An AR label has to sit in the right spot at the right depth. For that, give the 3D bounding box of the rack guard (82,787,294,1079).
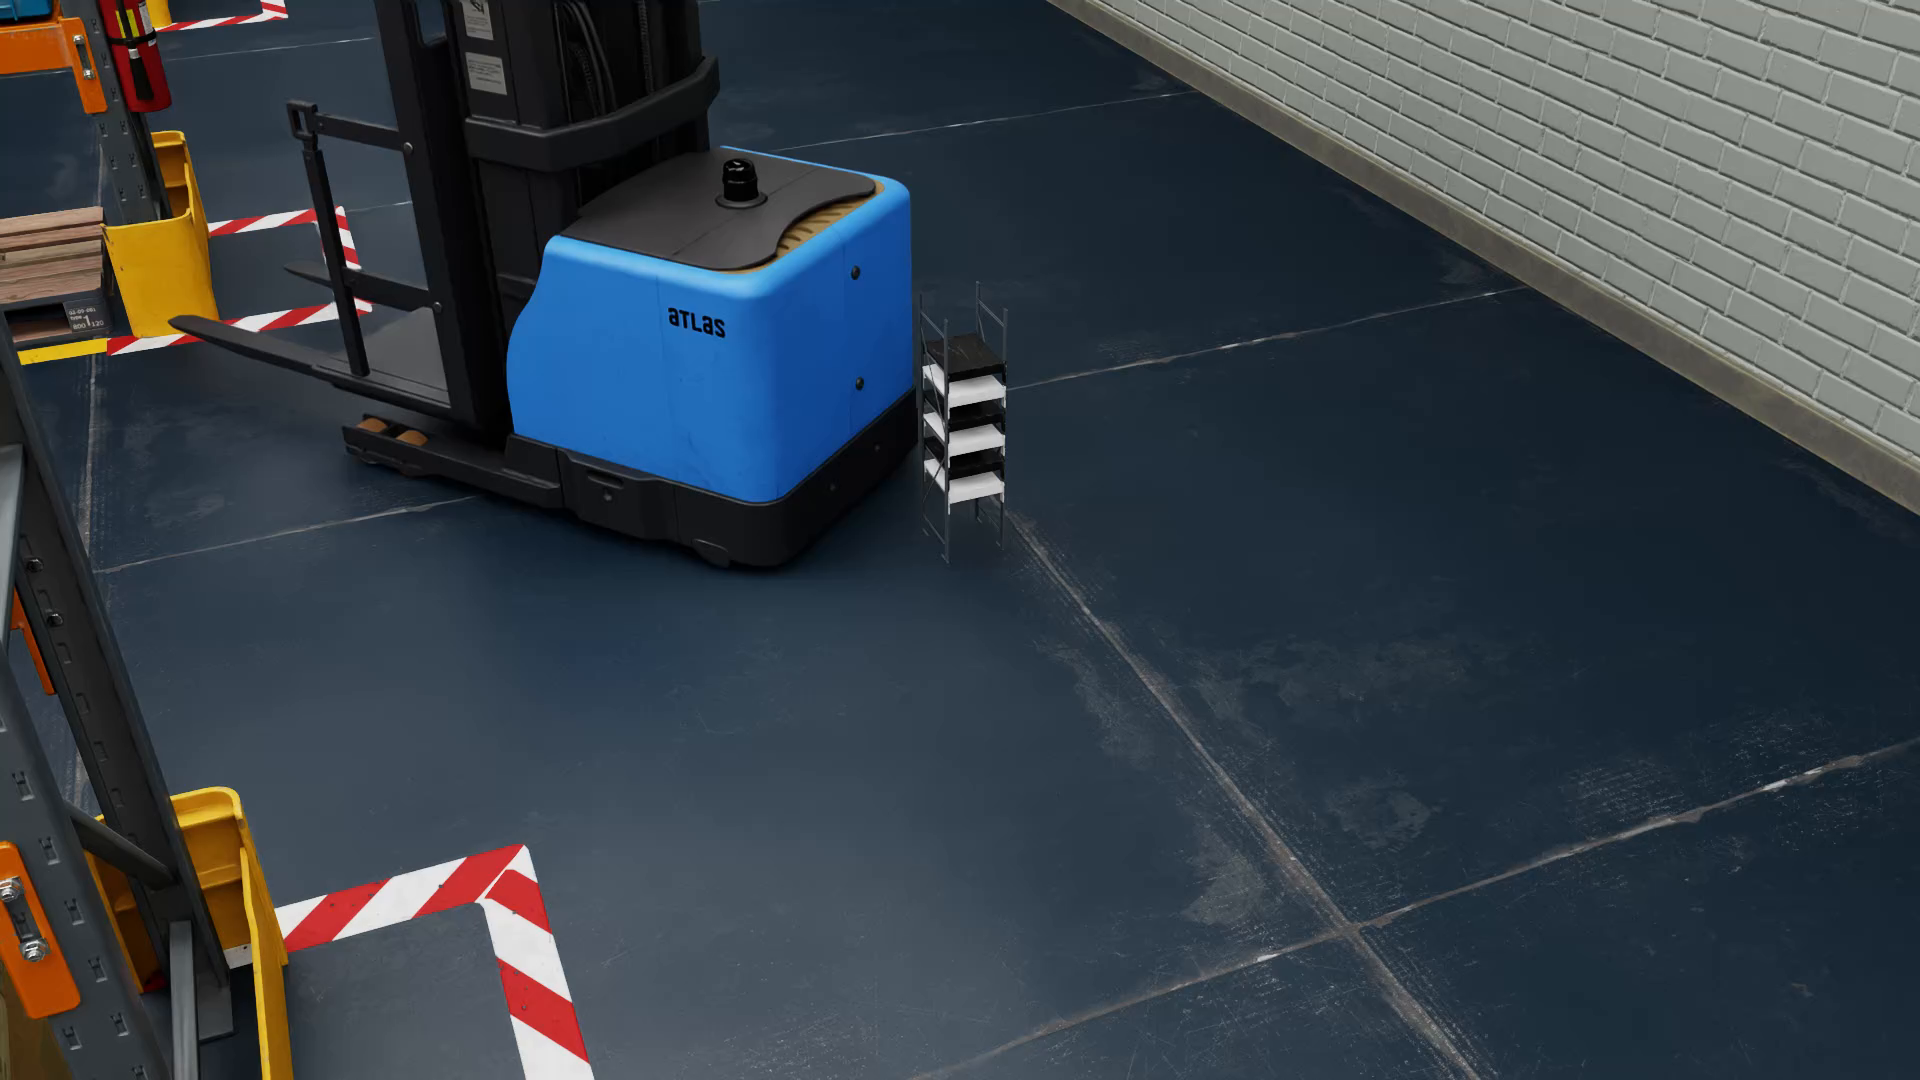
[{"bbox_3d":[-1.650,1.112,3.582,0.348,0.500,1.175,-13,35,-19],"label":"rack guard"}]

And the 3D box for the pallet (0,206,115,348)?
[{"bbox_3d":[-4.365,-1.097,7.243,1.213,0.211,1.003,-13,35,-19],"label":"pallet"}]

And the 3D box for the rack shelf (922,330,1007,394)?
[{"bbox_3d":[0.007,-0.577,5.378,0.200,0.077,0.258,-13,35,-19],"label":"rack shelf"}]

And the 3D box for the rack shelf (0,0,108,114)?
[{"bbox_3d":[-5.434,-1.697,6.267,4.000,0.370,1.077,-13,35,-19],"label":"rack shelf"}]

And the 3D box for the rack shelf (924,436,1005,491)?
[{"bbox_3d":[0.007,-0.276,5.574,0.200,0.077,0.258,-13,35,-19],"label":"rack shelf"}]

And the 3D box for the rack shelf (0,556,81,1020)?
[{"bbox_3d":[-3.516,0.794,2.440,4.000,0.370,1.077,-13,35,-19],"label":"rack shelf"}]

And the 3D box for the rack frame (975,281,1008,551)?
[{"bbox_3d":[0.101,-0.400,5.540,0.006,0.900,0.240,-13,35,-19],"label":"rack frame"}]

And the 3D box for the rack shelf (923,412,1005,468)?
[{"bbox_3d":[0.007,-0.351,5.525,0.200,0.077,0.258,-13,35,-19],"label":"rack shelf"}]

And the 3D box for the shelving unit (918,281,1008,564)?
[{"bbox_3d":[0.007,-0.379,5.507,0.210,0.900,0.258,-13,35,-19],"label":"shelving unit"}]

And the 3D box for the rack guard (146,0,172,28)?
[{"bbox_3d":[-5.574,-3.849,11.207,0.348,0.500,1.175,-13,35,-19],"label":"rack guard"}]

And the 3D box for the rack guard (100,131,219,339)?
[{"bbox_3d":[-3.572,-1.385,7.420,0.348,0.500,1.175,-13,35,-19],"label":"rack guard"}]

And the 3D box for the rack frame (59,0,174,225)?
[{"bbox_3d":[-3.589,-2.421,6.720,0.127,3.000,1.000,-13,35,-19],"label":"rack frame"}]

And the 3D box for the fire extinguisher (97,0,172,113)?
[{"bbox_3d":[-3.274,-2.035,6.541,0.183,0.674,0.296,-13,35,-19],"label":"fire extinguisher"}]

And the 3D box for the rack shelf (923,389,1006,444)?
[{"bbox_3d":[0.007,-0.426,5.476,0.200,0.077,0.258,-13,35,-19],"label":"rack shelf"}]

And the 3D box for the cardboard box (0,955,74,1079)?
[{"bbox_3d":[-2.231,0.960,3.088,0.875,0.875,0.875,-13,35,-19],"label":"cardboard box"}]

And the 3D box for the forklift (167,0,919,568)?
[{"bbox_3d":[-1.700,-1.698,5.672,3.031,2.935,1.130,16,36,23],"label":"forklift"}]

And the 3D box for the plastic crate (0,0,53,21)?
[{"bbox_3d":[-3.826,-2.296,6.441,0.499,0.435,0.616,-13,35,-19],"label":"plastic crate"}]

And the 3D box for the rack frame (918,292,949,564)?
[{"bbox_3d":[-0.086,-0.357,5.474,0.006,0.900,0.240,-13,35,-19],"label":"rack frame"}]

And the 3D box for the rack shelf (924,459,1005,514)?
[{"bbox_3d":[0.007,-0.200,5.624,0.200,0.077,0.258,-13,35,-19],"label":"rack shelf"}]

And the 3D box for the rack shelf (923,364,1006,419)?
[{"bbox_3d":[0.007,-0.502,5.427,0.200,0.077,0.258,-13,35,-19],"label":"rack shelf"}]

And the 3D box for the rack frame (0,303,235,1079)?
[{"bbox_3d":[-1.672,0.070,2.892,0.127,3.000,1.000,-13,35,-19],"label":"rack frame"}]
